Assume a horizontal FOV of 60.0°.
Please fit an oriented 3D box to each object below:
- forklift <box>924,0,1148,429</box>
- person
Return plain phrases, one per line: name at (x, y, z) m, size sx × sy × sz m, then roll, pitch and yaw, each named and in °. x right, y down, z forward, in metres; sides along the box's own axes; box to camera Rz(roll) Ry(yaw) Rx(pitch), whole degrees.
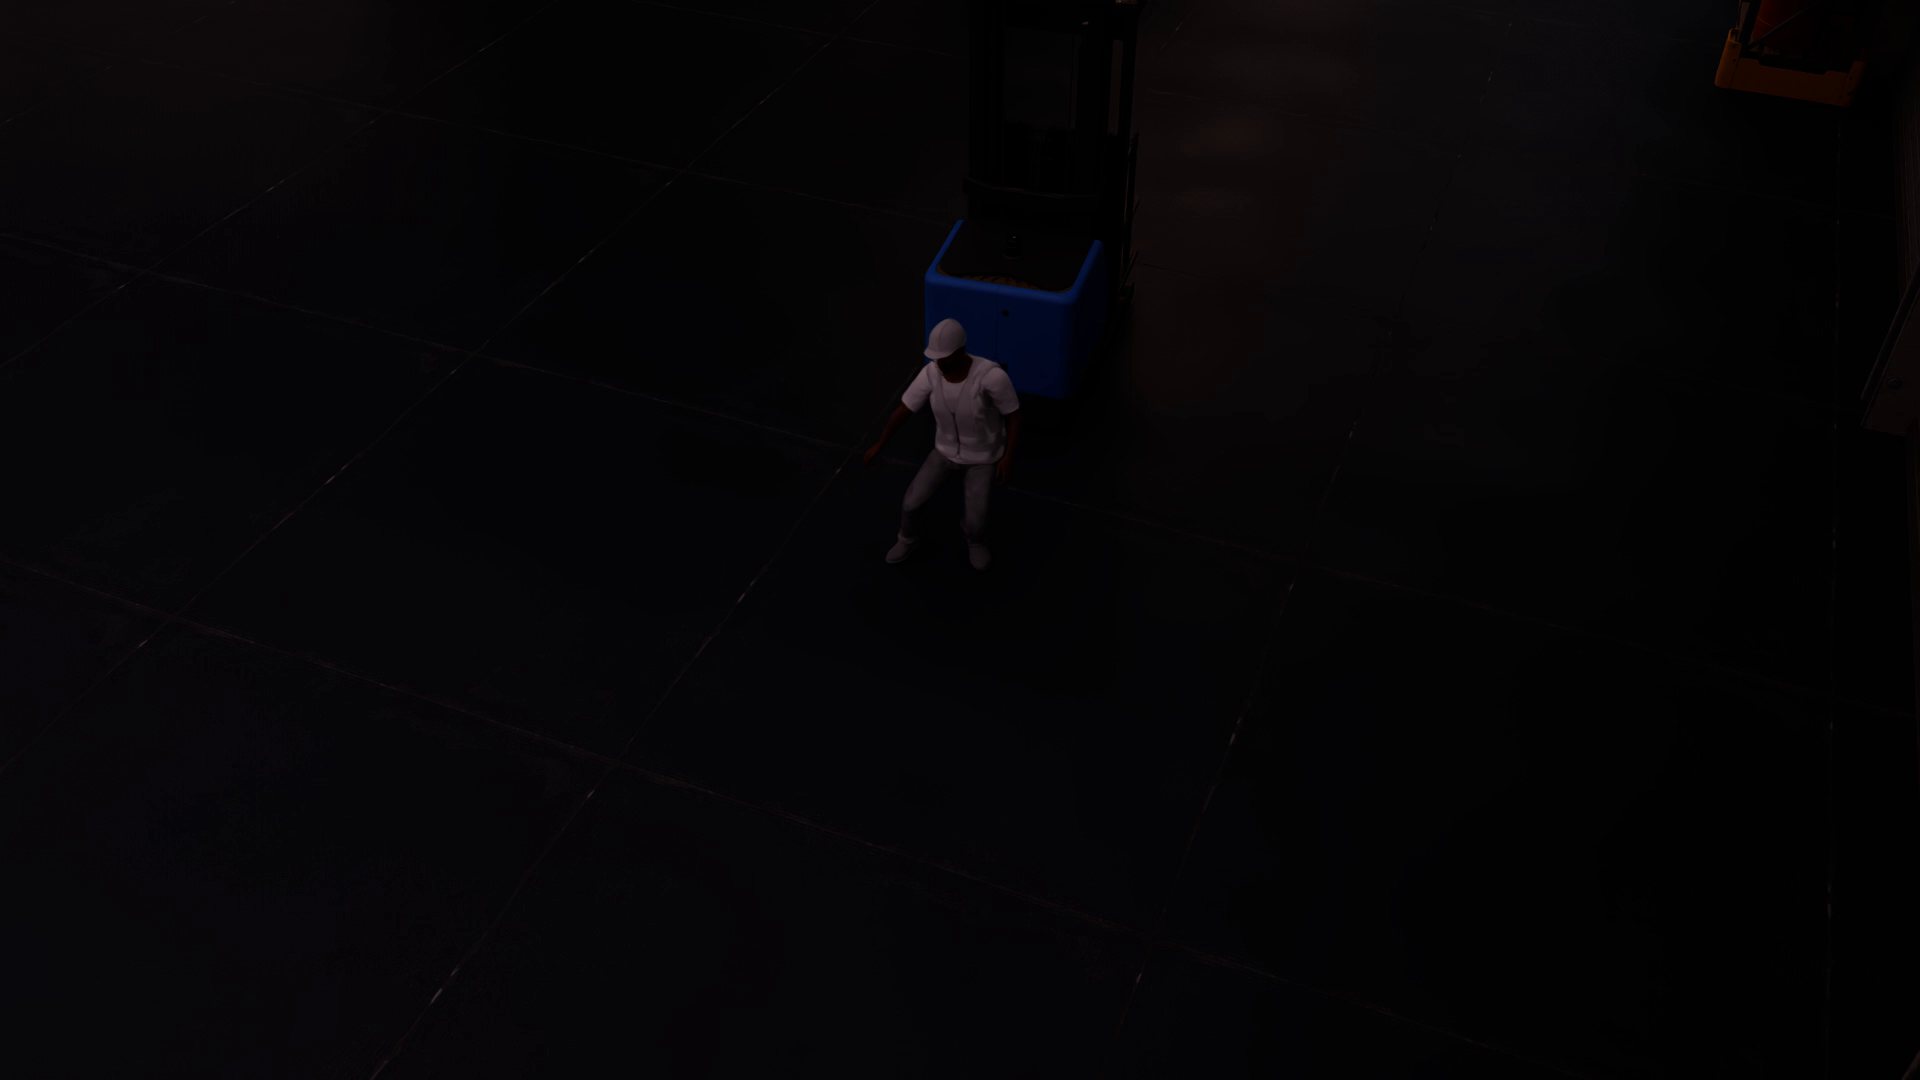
forklift at (0.665, -2.815, 11.369) m, size 1.130 × 2.935 × 3.031 m, roll 11°, pitch 41°, yaw 13°
person at (-0.065, -0.514, 9.632) m, size 0.912 × 1.644 × 0.548 m, roll 17°, pitch 43°, yaw 19°
